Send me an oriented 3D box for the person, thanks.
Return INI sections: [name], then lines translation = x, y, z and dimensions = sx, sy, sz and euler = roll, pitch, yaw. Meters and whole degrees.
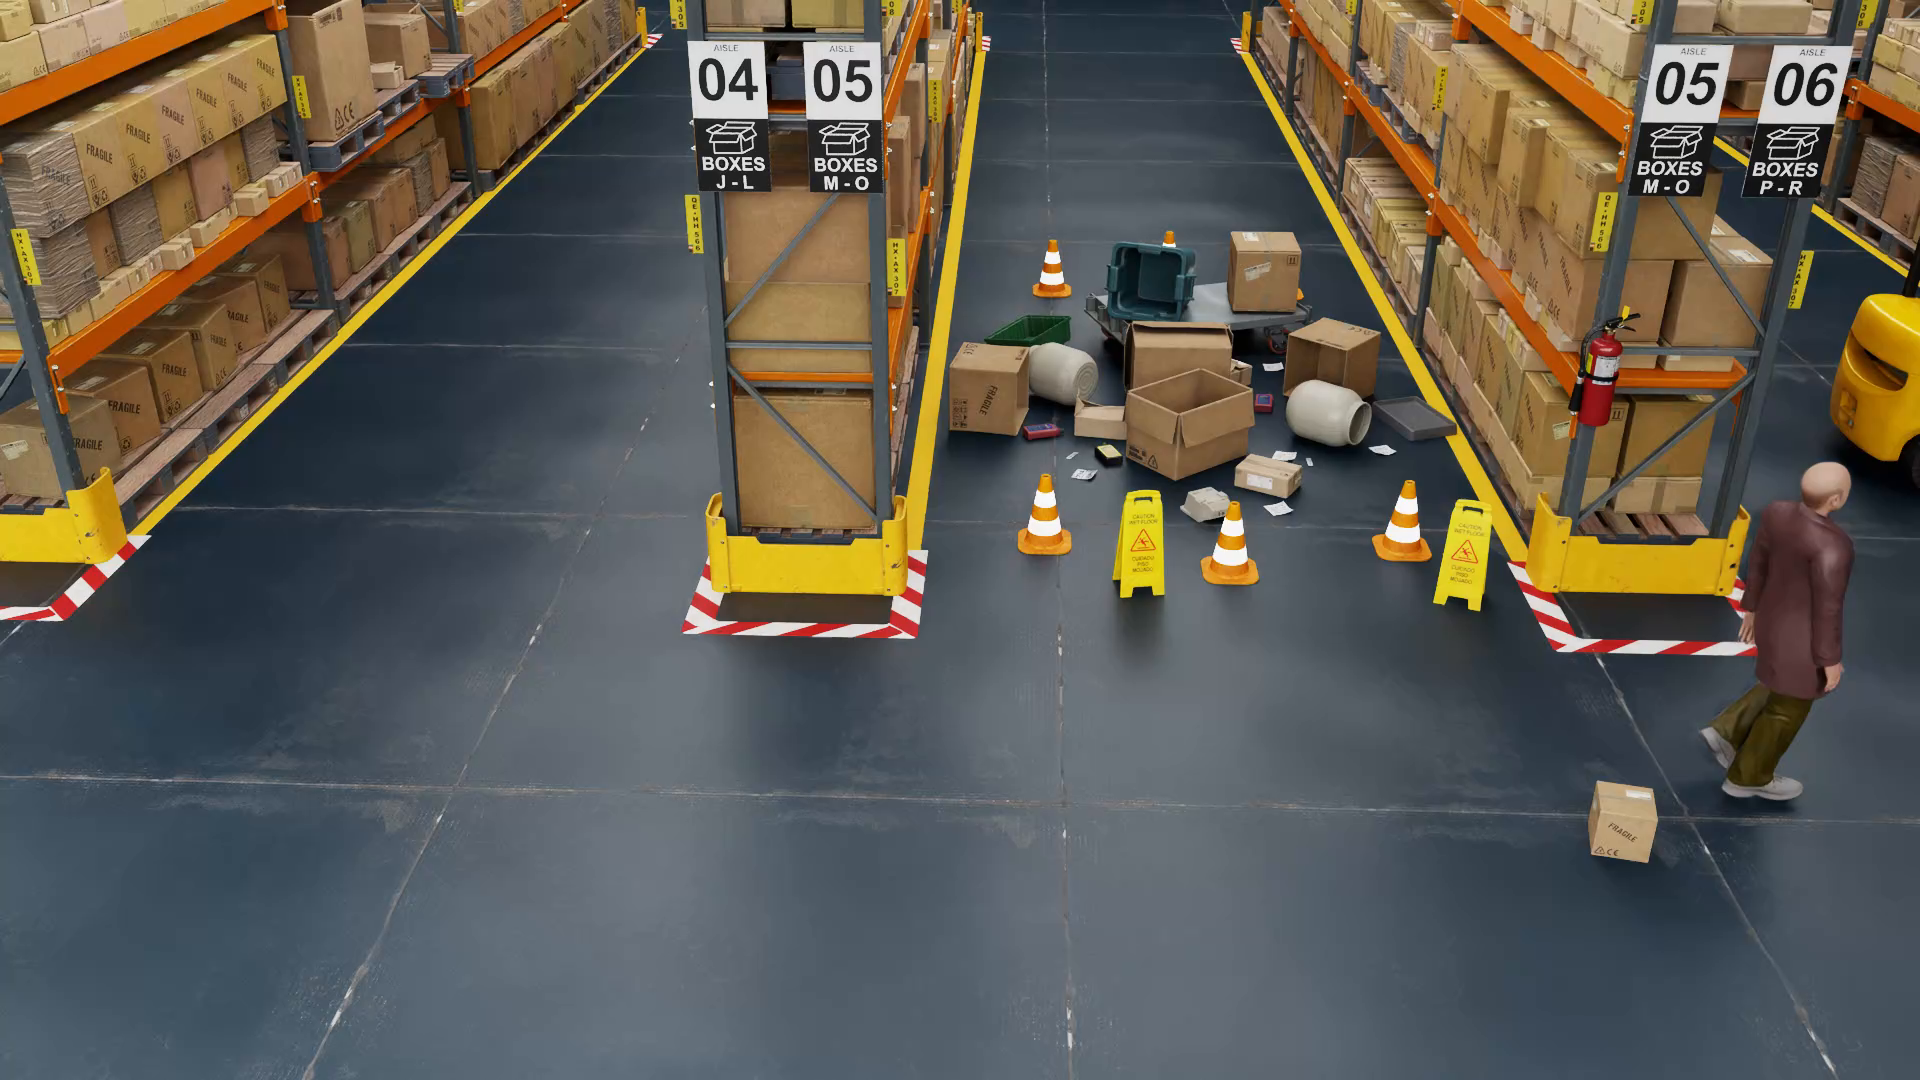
[person]
translation = 3.878, 0.532, 7.785
dimensions = 0.527, 1.567, 0.595
euler = -2, 28, -4
